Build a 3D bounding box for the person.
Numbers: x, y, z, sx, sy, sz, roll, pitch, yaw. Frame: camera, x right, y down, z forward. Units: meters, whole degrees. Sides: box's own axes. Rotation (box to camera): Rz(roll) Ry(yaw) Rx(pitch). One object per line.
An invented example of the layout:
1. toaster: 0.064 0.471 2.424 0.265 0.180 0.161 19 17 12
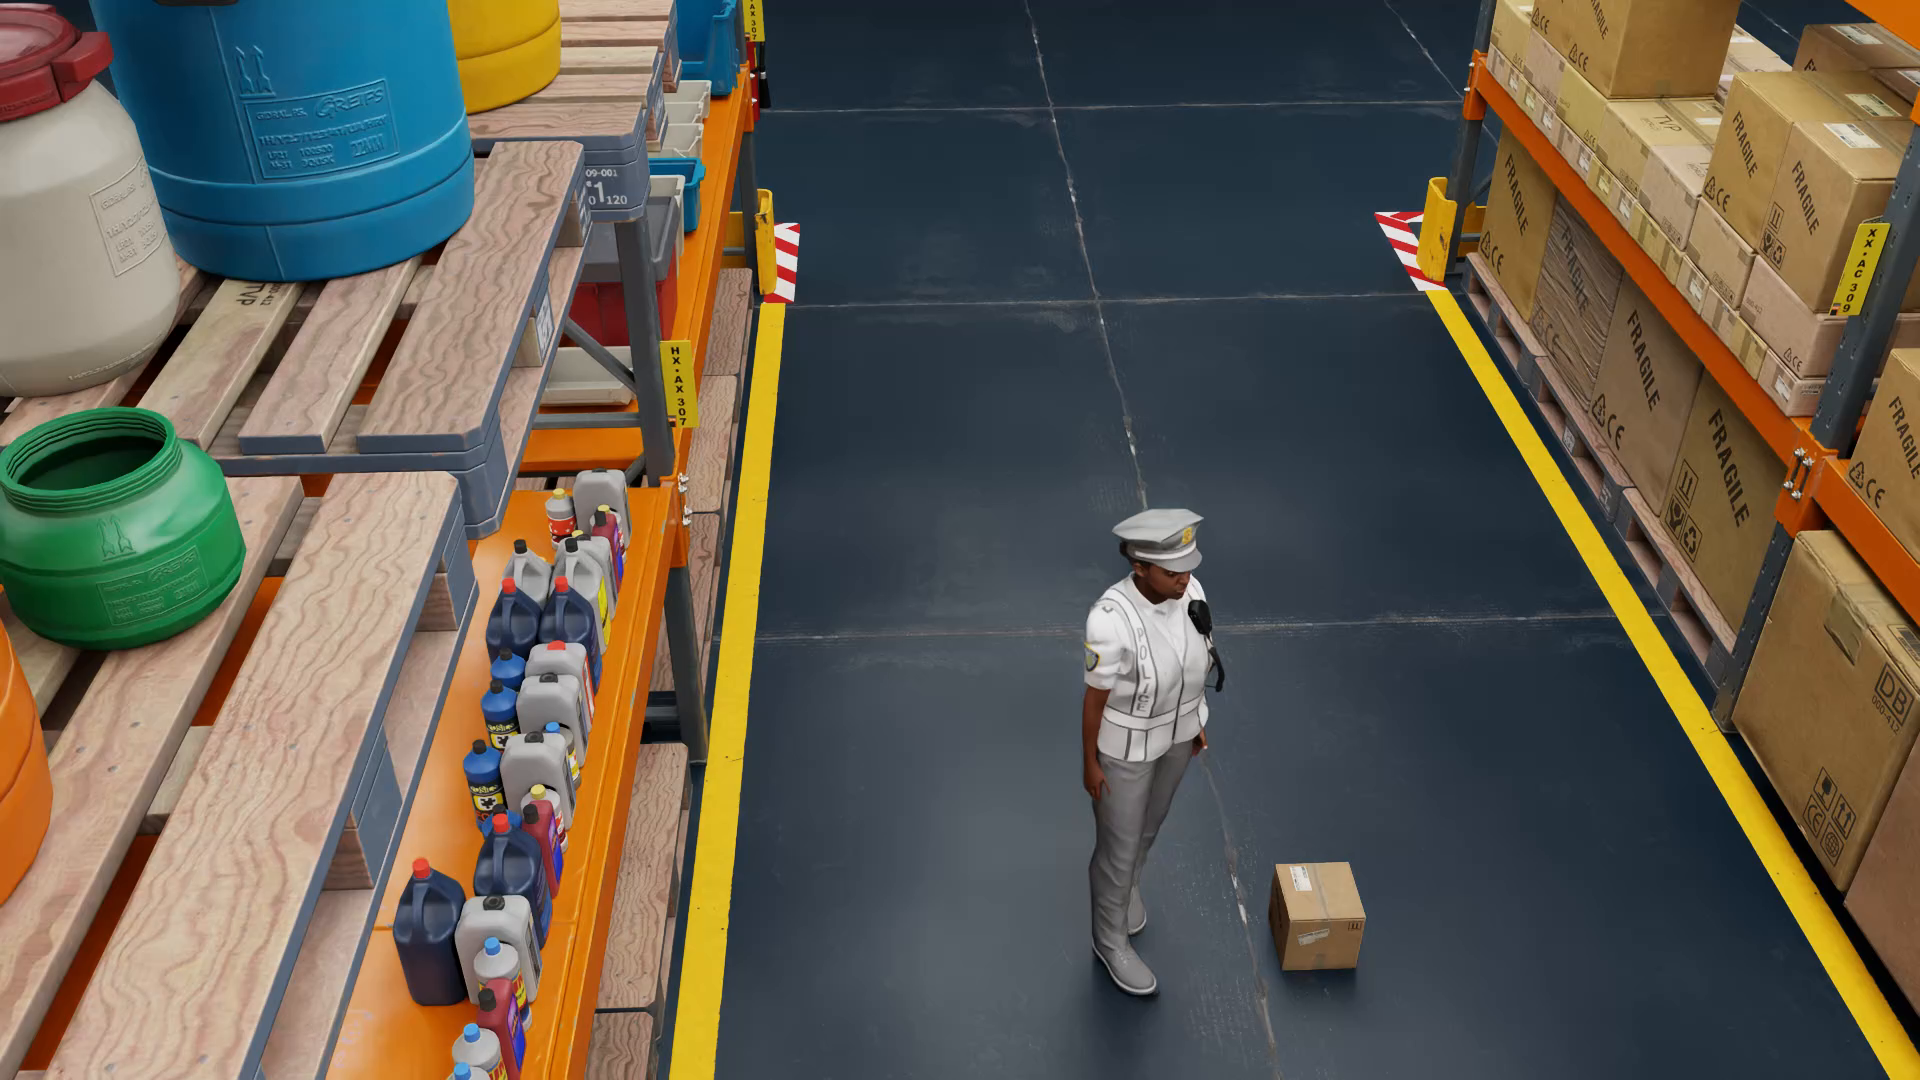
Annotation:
1. person: 0.619 0.645 5.214 0.474 1.684 0.499 -23 42 -29
